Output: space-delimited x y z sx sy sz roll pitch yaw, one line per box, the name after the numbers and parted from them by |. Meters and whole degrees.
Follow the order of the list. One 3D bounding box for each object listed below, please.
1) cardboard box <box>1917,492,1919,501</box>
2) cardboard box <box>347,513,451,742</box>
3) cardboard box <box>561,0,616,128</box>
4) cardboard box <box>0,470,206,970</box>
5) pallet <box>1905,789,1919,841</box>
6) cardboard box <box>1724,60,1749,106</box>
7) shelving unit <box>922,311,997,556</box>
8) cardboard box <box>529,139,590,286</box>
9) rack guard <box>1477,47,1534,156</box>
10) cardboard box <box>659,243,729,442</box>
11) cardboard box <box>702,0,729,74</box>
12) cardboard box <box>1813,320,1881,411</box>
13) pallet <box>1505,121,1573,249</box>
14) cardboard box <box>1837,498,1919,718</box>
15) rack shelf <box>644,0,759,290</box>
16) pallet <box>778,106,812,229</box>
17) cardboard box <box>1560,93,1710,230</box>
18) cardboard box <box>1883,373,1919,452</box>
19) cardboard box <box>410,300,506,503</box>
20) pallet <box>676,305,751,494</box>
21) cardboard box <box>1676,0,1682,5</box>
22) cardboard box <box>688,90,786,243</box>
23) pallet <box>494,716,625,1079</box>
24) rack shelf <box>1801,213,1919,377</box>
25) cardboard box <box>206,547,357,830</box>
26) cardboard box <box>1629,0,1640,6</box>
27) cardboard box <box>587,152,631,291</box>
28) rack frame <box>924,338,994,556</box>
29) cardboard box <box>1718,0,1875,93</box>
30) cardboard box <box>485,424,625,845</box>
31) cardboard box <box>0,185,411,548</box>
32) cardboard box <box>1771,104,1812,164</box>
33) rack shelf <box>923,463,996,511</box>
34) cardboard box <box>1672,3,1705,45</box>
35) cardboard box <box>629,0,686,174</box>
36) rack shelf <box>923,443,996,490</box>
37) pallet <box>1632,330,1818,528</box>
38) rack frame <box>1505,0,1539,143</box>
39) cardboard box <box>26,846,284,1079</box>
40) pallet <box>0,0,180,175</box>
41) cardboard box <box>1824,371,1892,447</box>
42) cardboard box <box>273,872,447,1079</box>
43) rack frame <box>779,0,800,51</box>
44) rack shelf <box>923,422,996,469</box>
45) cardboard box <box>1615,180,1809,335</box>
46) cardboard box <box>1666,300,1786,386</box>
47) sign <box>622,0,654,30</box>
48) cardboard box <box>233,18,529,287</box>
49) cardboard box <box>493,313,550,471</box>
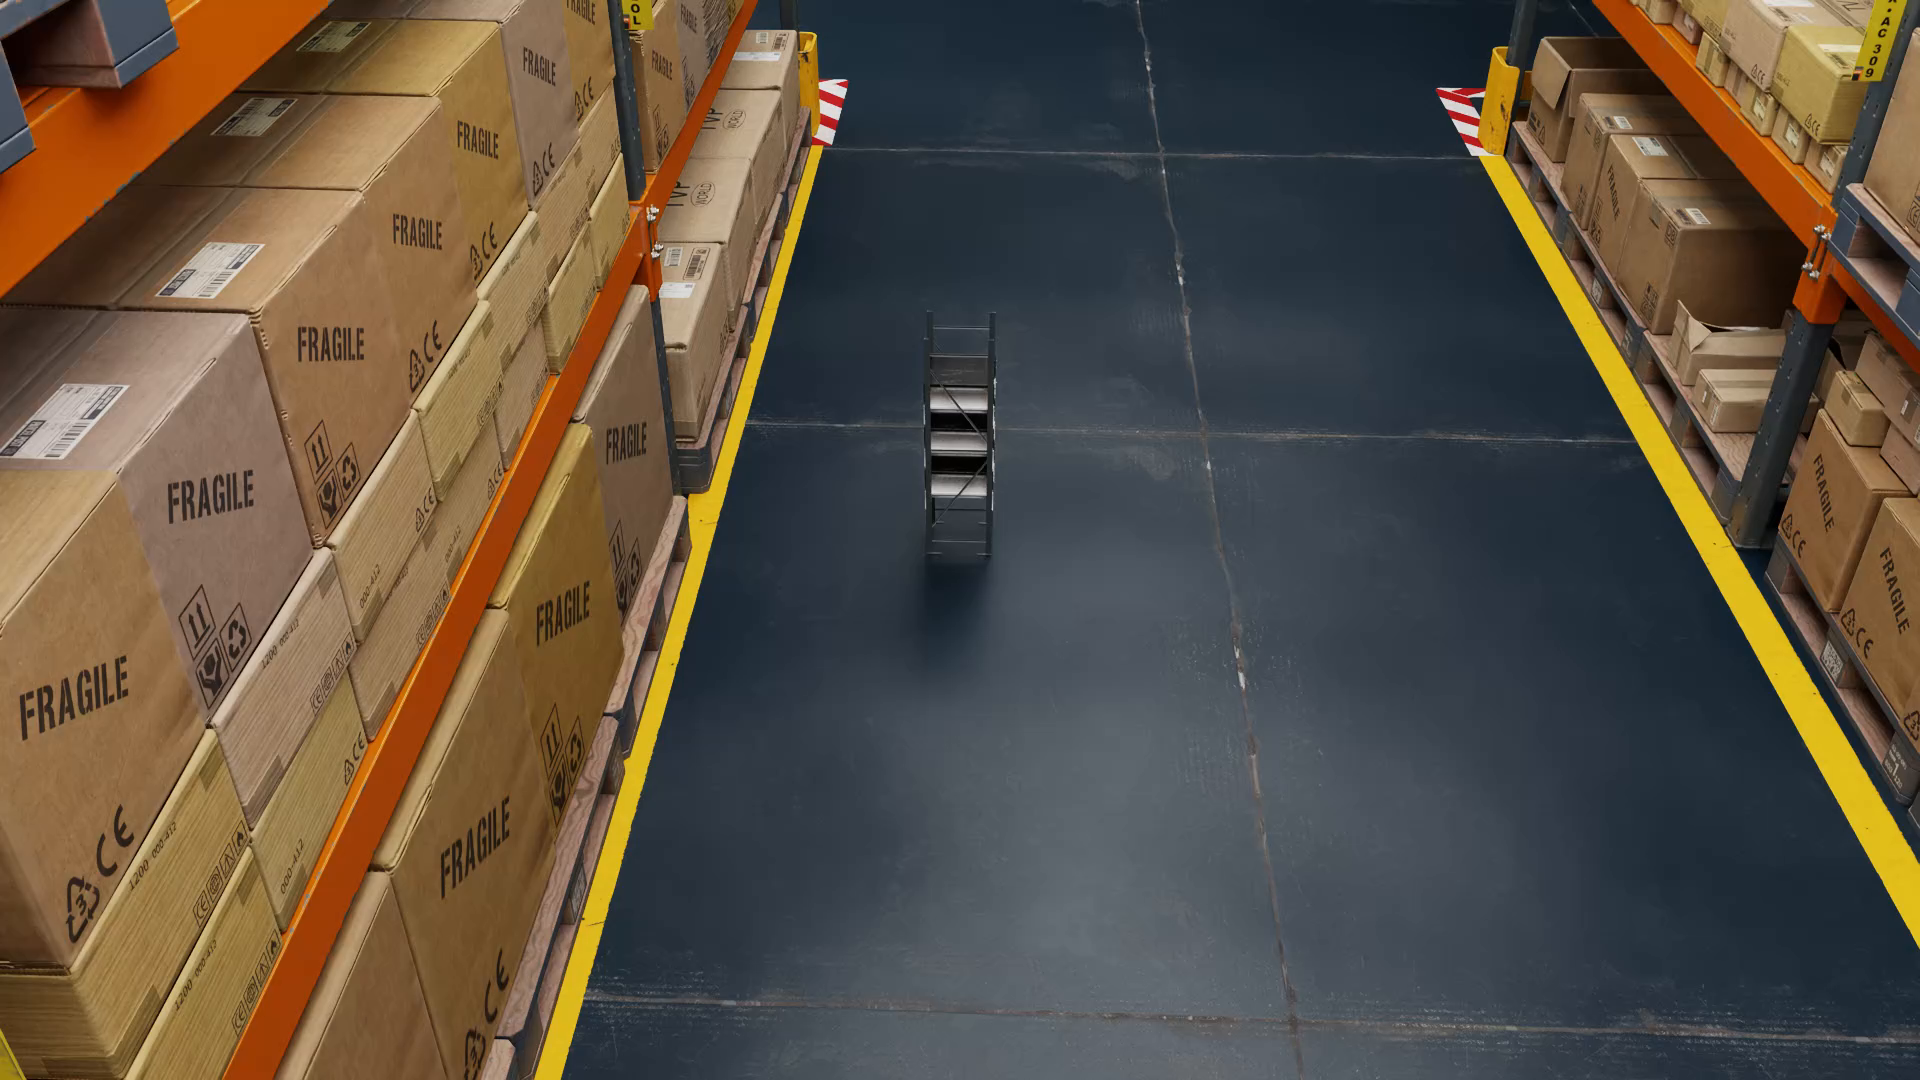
3.179 -0.120 5.057 0.380 0.149 0.250 0 35 -1 | cardboard box
-1.428 0.161 3.543 0.500 0.250 0.500 2 35 3 | cardboard box
-1.335 -1.514 4.839 0.500 0.500 0.500 2 35 3 | cardboard box
-1.465 0.244 2.338 0.500 0.500 0.500 0 35 0 | cardboard box
3.351 1.098 4.505 1.003 0.211 1.213 1 35 2 | pallet
3.165 -1.751 6.351 0.380 0.149 0.250 2 35 3 | cardboard box
0.000 -0.373 5.998 0.258 0.900 0.210 1 35 2 | shelving unit
-1.355 -0.924 4.651 0.500 0.250 0.500 2 35 3 | cardboard box
3.549 -2.446 9.296 1.175 0.500 0.348 1 35 2 | rack guard
-1.436 -0.808 6.655 0.875 0.438 0.875 1 35 1 | cardboard box
-1.237 -2.206 6.693 0.500 0.500 0.500 2 35 2 | cardboard box
3.654 -0.660 6.554 0.500 0.311 0.500 3 35 4 | cardboard box
3.518 -1.870 8.727 1.003 0.211 1.213 1 35 2 | pallet
3.136 0.216 5.143 0.500 0.500 0.500 1 35 1 | cardboard box
-1.488 -2.181 7.371 1.077 0.370 4.000 1 35 2 | rack shelf
-1.361 -2.023 8.945 1.003 0.211 1.213 1 35 2 | pallet
3.360 -1.822 8.043 0.700 0.500 0.500 3 35 4 | cardboard box
3.149 -0.400 5.196 0.380 0.149 0.250 0 35 0 | cardboard box
-1.374 -0.331 3.808 0.500 0.250 0.500 2 35 3 | cardboard box
-1.459 -0.621 6.950 1.003 0.211 1.213 1 35 2 | pallet
3.229 -2.443 6.989 0.500 0.250 0.500 0 35 1 | cardboard box
-1.362 -1.841 8.124 0.875 0.438 0.875 2 35 3 | cardboard box
-1.570 0.962 4.698 1.003 0.211 1.213 1 35 2 | pallet
3.311 0.229 3.941 1.077 0.370 4.000 1 35 2 | rack shelf
-1.440 0.246 2.987 0.500 0.250 0.500 2 35 3 | cardboard box
3.164 -2.488 7.400 0.380 0.149 0.250 0 35 1 | cardboard box
-1.334 -1.002 5.197 0.500 0.250 0.500 1 35 1 | cardboard box
-0.004 -0.314 5.915 0.240 0.900 0.006 1 35 2 | rack frame
3.174 -1.861 6.161 0.500 0.250 0.500 1 35 2 | cardboard box
-1.542 0.248 4.771 0.875 0.875 0.875 2 35 3 | cardboard box
-1.418 -0.338 3.166 0.500 0.500 0.500 2 35 3 | cardboard box
3.141 -1.451 5.924 0.380 0.149 0.250 2 35 3 | cardboard box
0.000 -0.198 6.121 0.258 0.077 0.200 1 35 2 | rack shelf
3.232 -2.187 6.971 0.380 0.149 0.250 1 35 2 | cardboard box
-1.288 -1.631 5.875 0.500 0.500 0.500 2 35 3 | cardboard box
0.000 -0.272 6.069 0.258 0.077 0.200 1 35 2 | rack shelf
3.420 -0.468 6.732 1.003 0.211 1.213 1 35 2 | pallet
3.552 -3.512 8.639 1.000 3.000 0.127 1 35 2 | rack frame
-1.458 0.757 2.694 0.500 0.250 0.500 1 35 1 | cardboard box
-1.756 -0.550 1.979 1.213 0.211 1.003 3 35 4 | pallet
3.112 -0.429 5.496 0.380 0.149 0.250 3 35 4 | cardboard box
-1.618 1.274 3.311 0.875 0.875 0.875 1 35 1 | cardboard box
-1.407 -3.625 8.799 1.000 3.000 0.127 1 35 2 | rack frame
0.000 -0.346 6.017 0.258 0.077 0.200 1 35 2 | rack shelf
3.318 -1.226 7.194 0.700 0.500 0.500 0 35 0 | cardboard box
3.135 -0.799 6.791 0.396 0.266 0.258 3 35 4 | cardboard box
-1.025 -1.761 5.209 0.100 0.325 0.005 1 35 2 | sign
-1.388 -0.926 4.002 0.500 0.500 0.500 2 35 3 | cardboard box
-1.395 -0.420 4.369 0.500 0.250 0.500 0 35 1 | cardboard box
